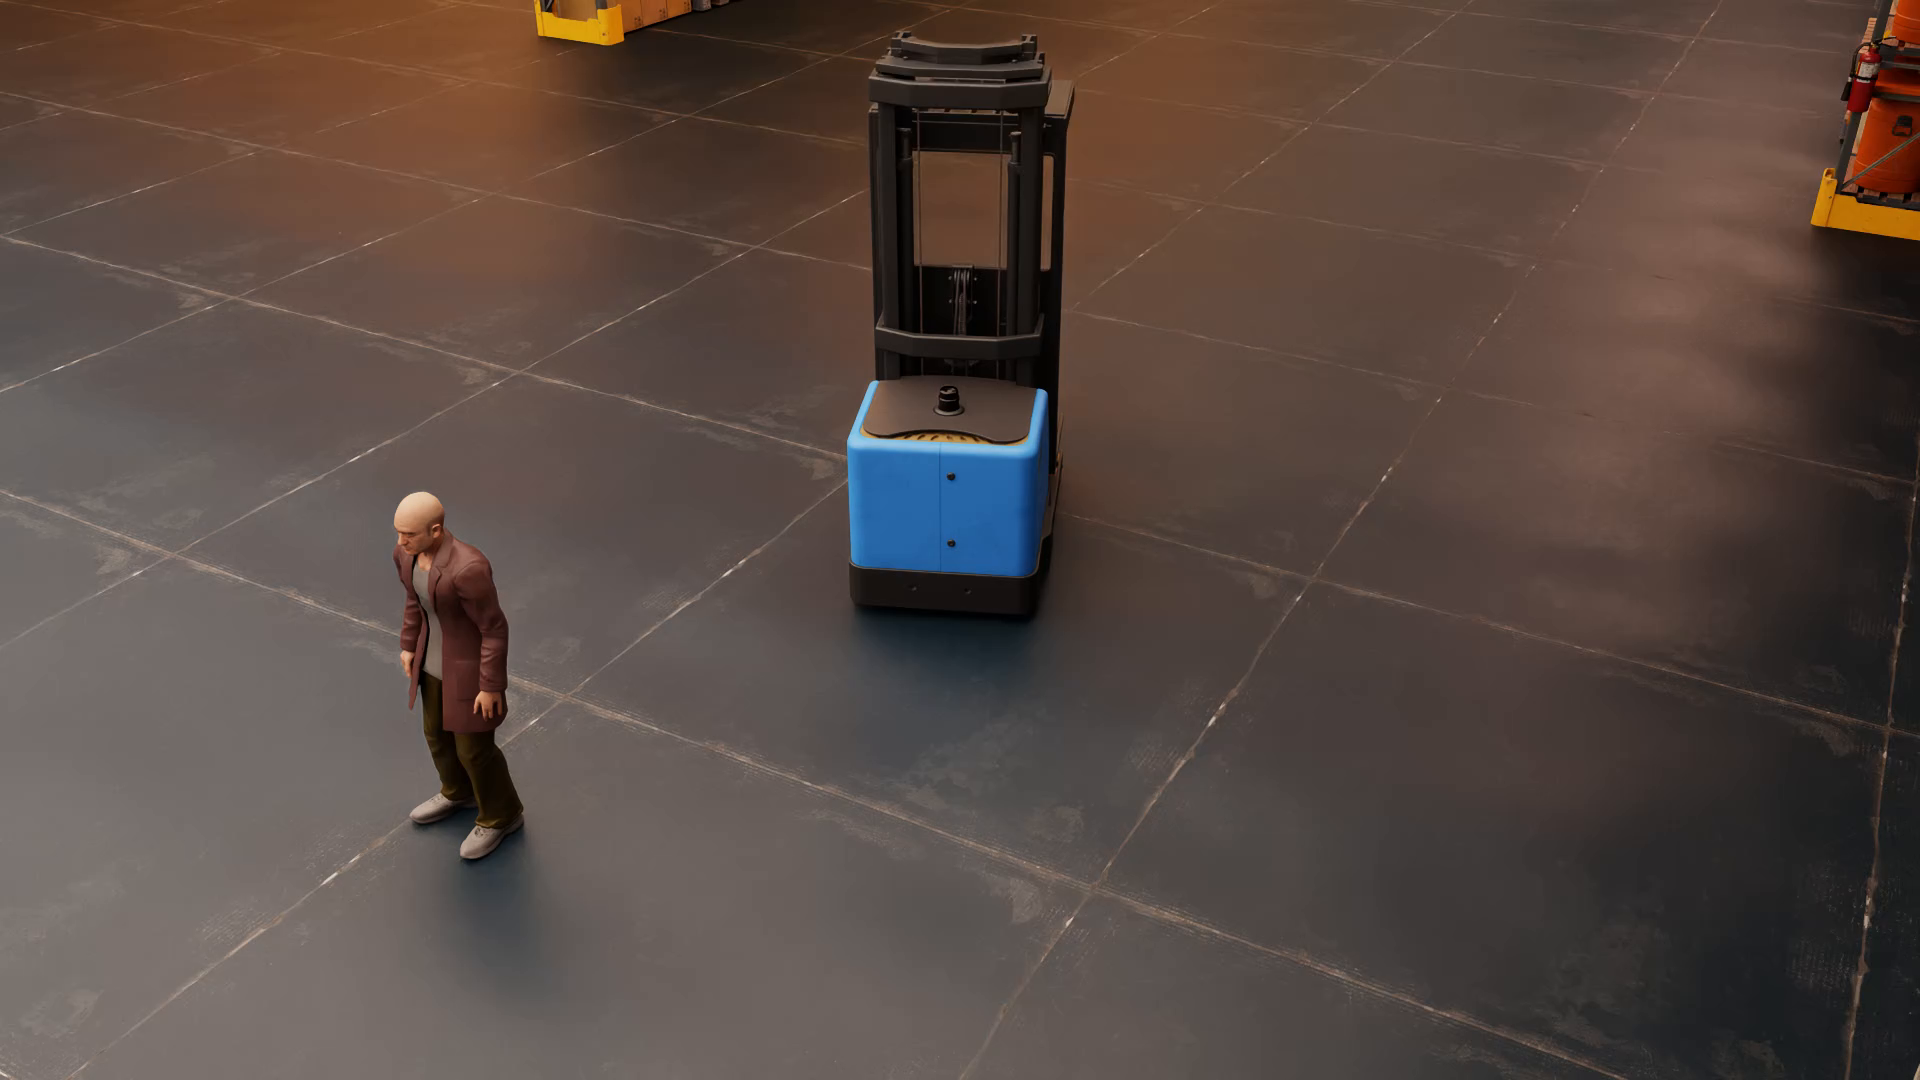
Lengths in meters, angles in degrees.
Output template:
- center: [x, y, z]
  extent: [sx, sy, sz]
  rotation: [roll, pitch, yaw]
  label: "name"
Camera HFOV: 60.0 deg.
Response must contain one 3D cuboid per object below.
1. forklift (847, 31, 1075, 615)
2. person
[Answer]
- center: [0.072, -1.572, 9.794]
  extent: [1.130, 2.935, 3.031]
  rotation: [3, 30, 6]
  label: "forklift"
- center: [-2.207, 0.561, 7.256]
  extent: [0.652, 1.773, 0.433]
  rotation: [22, 36, 32]
  label: "person"
